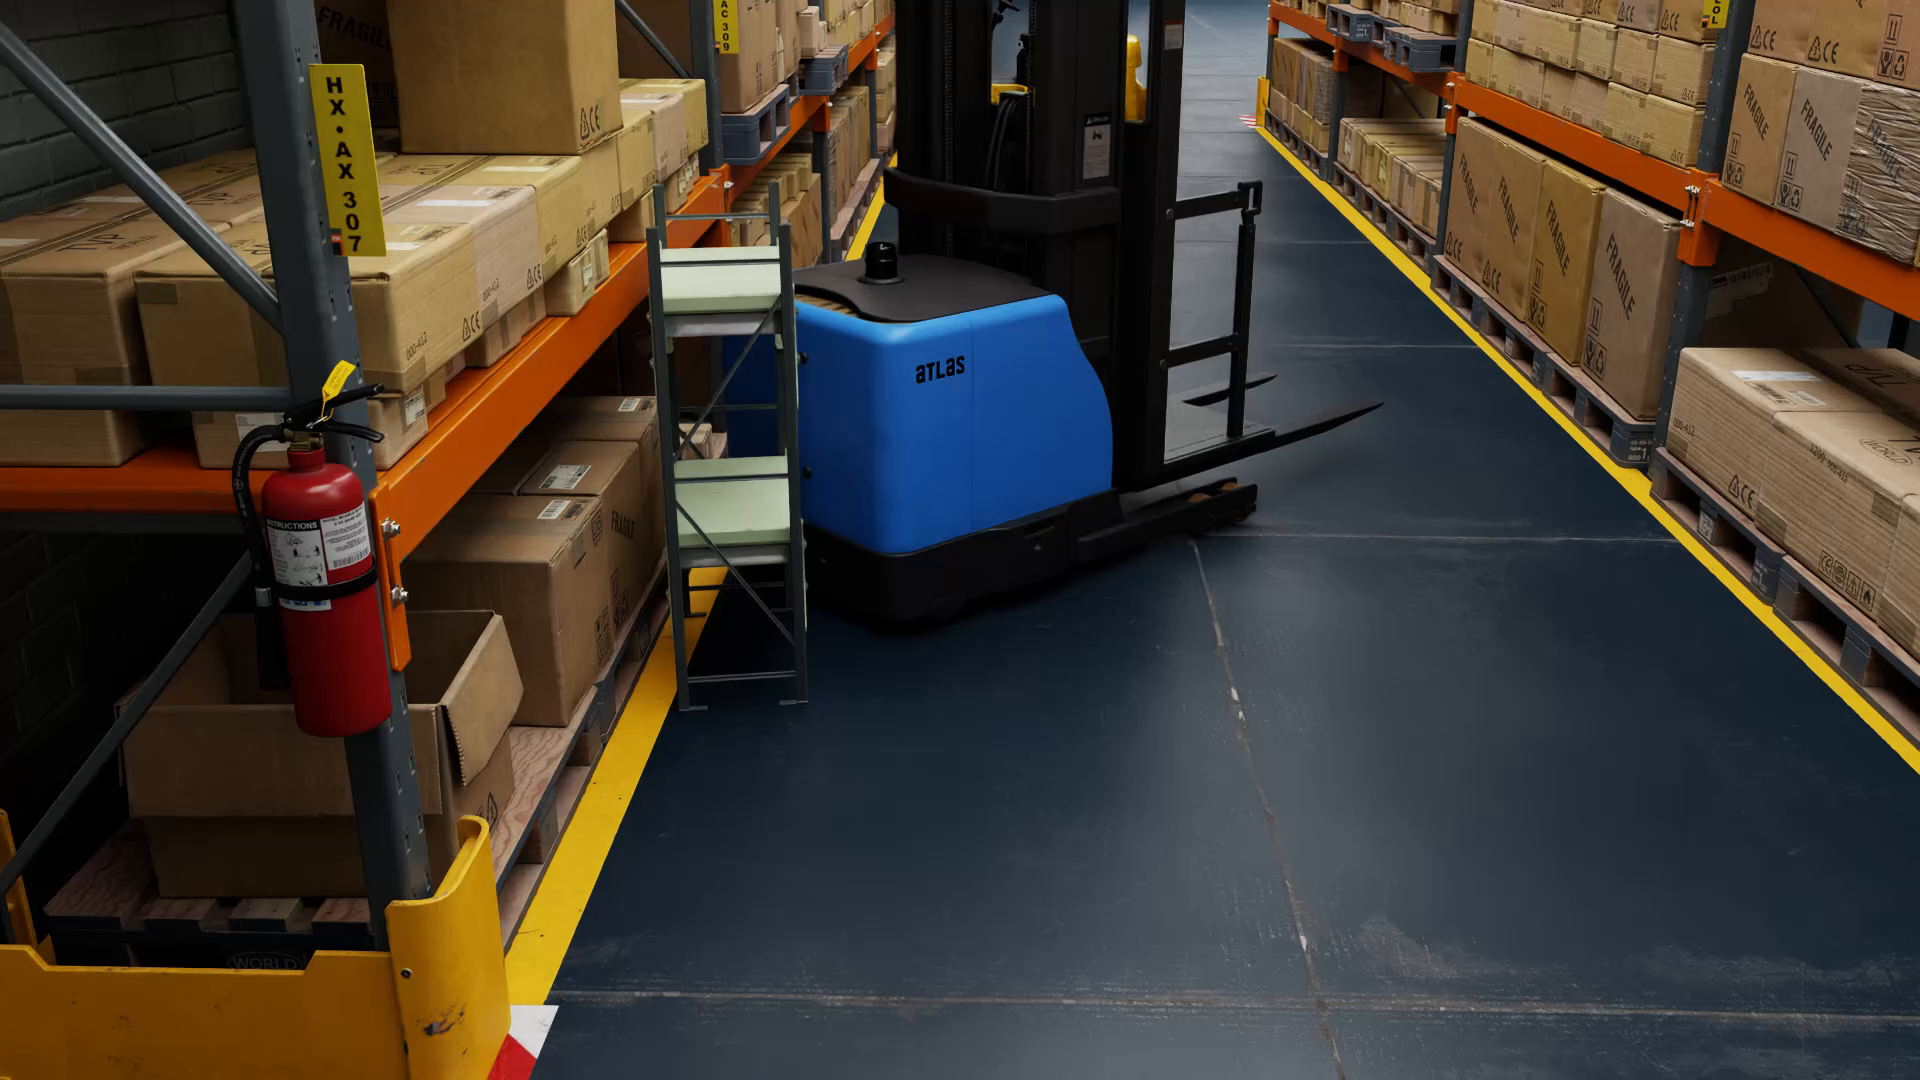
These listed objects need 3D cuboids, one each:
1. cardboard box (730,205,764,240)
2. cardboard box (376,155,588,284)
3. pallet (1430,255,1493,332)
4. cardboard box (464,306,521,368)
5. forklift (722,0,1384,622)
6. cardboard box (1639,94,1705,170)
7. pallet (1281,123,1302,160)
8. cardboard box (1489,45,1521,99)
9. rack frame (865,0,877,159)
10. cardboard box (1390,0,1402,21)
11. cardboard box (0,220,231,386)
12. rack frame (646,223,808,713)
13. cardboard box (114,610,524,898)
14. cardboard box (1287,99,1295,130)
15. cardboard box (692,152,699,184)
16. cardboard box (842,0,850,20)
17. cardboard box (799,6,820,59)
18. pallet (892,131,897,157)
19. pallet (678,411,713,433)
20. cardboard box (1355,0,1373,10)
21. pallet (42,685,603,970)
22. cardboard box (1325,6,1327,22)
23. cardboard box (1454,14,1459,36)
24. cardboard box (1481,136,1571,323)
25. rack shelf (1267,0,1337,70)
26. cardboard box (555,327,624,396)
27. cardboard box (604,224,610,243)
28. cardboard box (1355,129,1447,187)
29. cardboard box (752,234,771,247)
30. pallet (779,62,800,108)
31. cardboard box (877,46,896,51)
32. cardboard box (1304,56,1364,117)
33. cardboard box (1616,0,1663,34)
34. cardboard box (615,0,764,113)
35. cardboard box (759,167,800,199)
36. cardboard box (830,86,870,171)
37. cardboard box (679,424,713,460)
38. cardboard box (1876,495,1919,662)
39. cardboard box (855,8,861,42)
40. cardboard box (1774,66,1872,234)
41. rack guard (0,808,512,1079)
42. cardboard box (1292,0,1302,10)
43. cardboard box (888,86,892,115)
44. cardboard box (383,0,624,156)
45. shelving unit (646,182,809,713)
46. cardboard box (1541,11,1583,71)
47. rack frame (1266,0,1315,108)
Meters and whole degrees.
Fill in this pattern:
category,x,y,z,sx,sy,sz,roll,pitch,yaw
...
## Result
category,x,y,z,sx,sy,sz,roll,pitch,yaw
cardboard box,-1.222,-1.631,8.563,0.380,0.149,0.250,1,21,4
cardboard box,-1.287,-0.847,4.362,0.500,0.250,0.500,0,21,1
pallet,3.508,-1.507,10.121,1.003,0.211,1.213,1,21,2
cardboard box,-1.310,-0.529,4.093,0.380,0.149,0.250,1,21,3
forklift,0.563,-1.512,6.374,3.031,2.935,1.130,-18,27,-38
cardboard box,3.247,-1.740,7.074,0.500,0.250,0.500,0,21,0
pallet,3.748,-3.923,16.347,1.003,0.211,1.213,1,21,2
cardboard box,3.343,-2.661,9.448,0.500,0.250,0.500,0,21,0
rack frame,-1.233,-4.591,14.214,1.000,3.000,0.127,1,21,2
cardboard box,3.350,-3.852,12.077,0.380,0.149,0.250,0,21,0
cardboard box,-1.849,-0.490,3.441,0.500,0.250,0.500,1,21,3
rack frame,-0.675,-0.178,4.915,0.400,1.500,0.023,-3,21,-8
cardboard box,-1.484,0.496,3.974,0.797,0.503,0.637,0,21,-1
cardboard box,3.523,-4.227,16.497,0.500,0.250,0.500,2,21,5
cardboard box,-1.233,-1.463,6.500,0.380,0.149,0.250,1,21,2
cardboard box,-1.046,-3.835,11.783,0.500,0.250,0.500,0,21,0
cardboard box,-1.063,-2.885,9.445,0.500,0.250,0.500,0,21,-1
pallet,-1.132,-4.020,16.598,1.003,0.211,1.213,1,21,2
pallet,-1.489,-0.693,8.022,1.003,0.211,1.213,1,21,2
cardboard box,3.380,-4.330,13.307,0.380,0.149,0.250,1,21,3
pallet,-1.572,0.733,4.350,1.003,0.211,1.213,1,21,2
cardboard box,3.435,-4.630,14.663,0.380,0.149,0.250,1,21,3
cardboard box,3.382,-3.291,10.631,0.380,0.149,0.250,1,21,4
cardboard box,3.472,-1.725,9.185,0.875,0.875,0.875,1,21,2
rack shelf,3.790,-4.925,16.070,1.077,0.370,4.000,1,21,2
cardboard box,-1.757,-0.909,7.601,0.500,0.500,0.500,1,21,1
cardboard box,-1.338,-0.995,5.294,0.380,0.149,0.250,1,21,2
cardboard box,3.697,-3.058,13.317,0.950,0.372,0.625,2,21,5
cardboard box,-1.210,-1.274,8.541,0.500,0.500,0.500,0,21,0
pallet,-1.409,-2.352,8.709,1.003,0.211,1.213,1,21,2
cardboard box,-0.851,-4.697,16.325,0.500,0.250,0.500,0,21,1
cardboard box,3.492,-4.202,15.395,0.500,0.500,0.500,1,21,3
cardboard box,3.257,-2.509,7.328,0.500,0.500,0.500,1,21,3
cardboard box,-1.238,-2.113,7.109,0.700,0.500,0.500,1,21,3
cardboard box,-1.146,-2.102,9.778,0.380,0.149,0.250,0,21,0
cardboard box,-1.237,-3.491,14.081,0.875,0.625,0.625,2,21,4
cardboard box,-1.199,-0.360,6.671,0.380,0.149,0.250,0,21,0
cardboard box,3.303,0.229,4.753,0.875,0.438,0.875,1,21,3
cardboard box,-1.042,-3.975,12.833,0.500,0.250,0.500,1,21,2
cardboard box,3.190,-1.343,5.705,0.500,0.500,0.500,1,21,2
rack guard,-1.595,0.886,3.554,1.175,0.500,0.348,1,21,2
cardboard box,3.523,-5.374,16.581,0.380,0.149,0.250,1,21,3
cardboard box,-0.896,-4.091,15.456,0.500,0.250,0.500,1,21,1
cardboard box,-1.269,-1.374,4.682,0.500,0.500,0.500,1,21,3
shelving unit,-0.727,-0.309,5.253,0.431,1.500,0.755,-3,21,-8
cardboard box,3.272,-2.524,8.402,0.500,0.250,0.500,1,21,3
rack frame,3.851,-5.984,17.804,1.000,3.000,0.127,1,21,2
